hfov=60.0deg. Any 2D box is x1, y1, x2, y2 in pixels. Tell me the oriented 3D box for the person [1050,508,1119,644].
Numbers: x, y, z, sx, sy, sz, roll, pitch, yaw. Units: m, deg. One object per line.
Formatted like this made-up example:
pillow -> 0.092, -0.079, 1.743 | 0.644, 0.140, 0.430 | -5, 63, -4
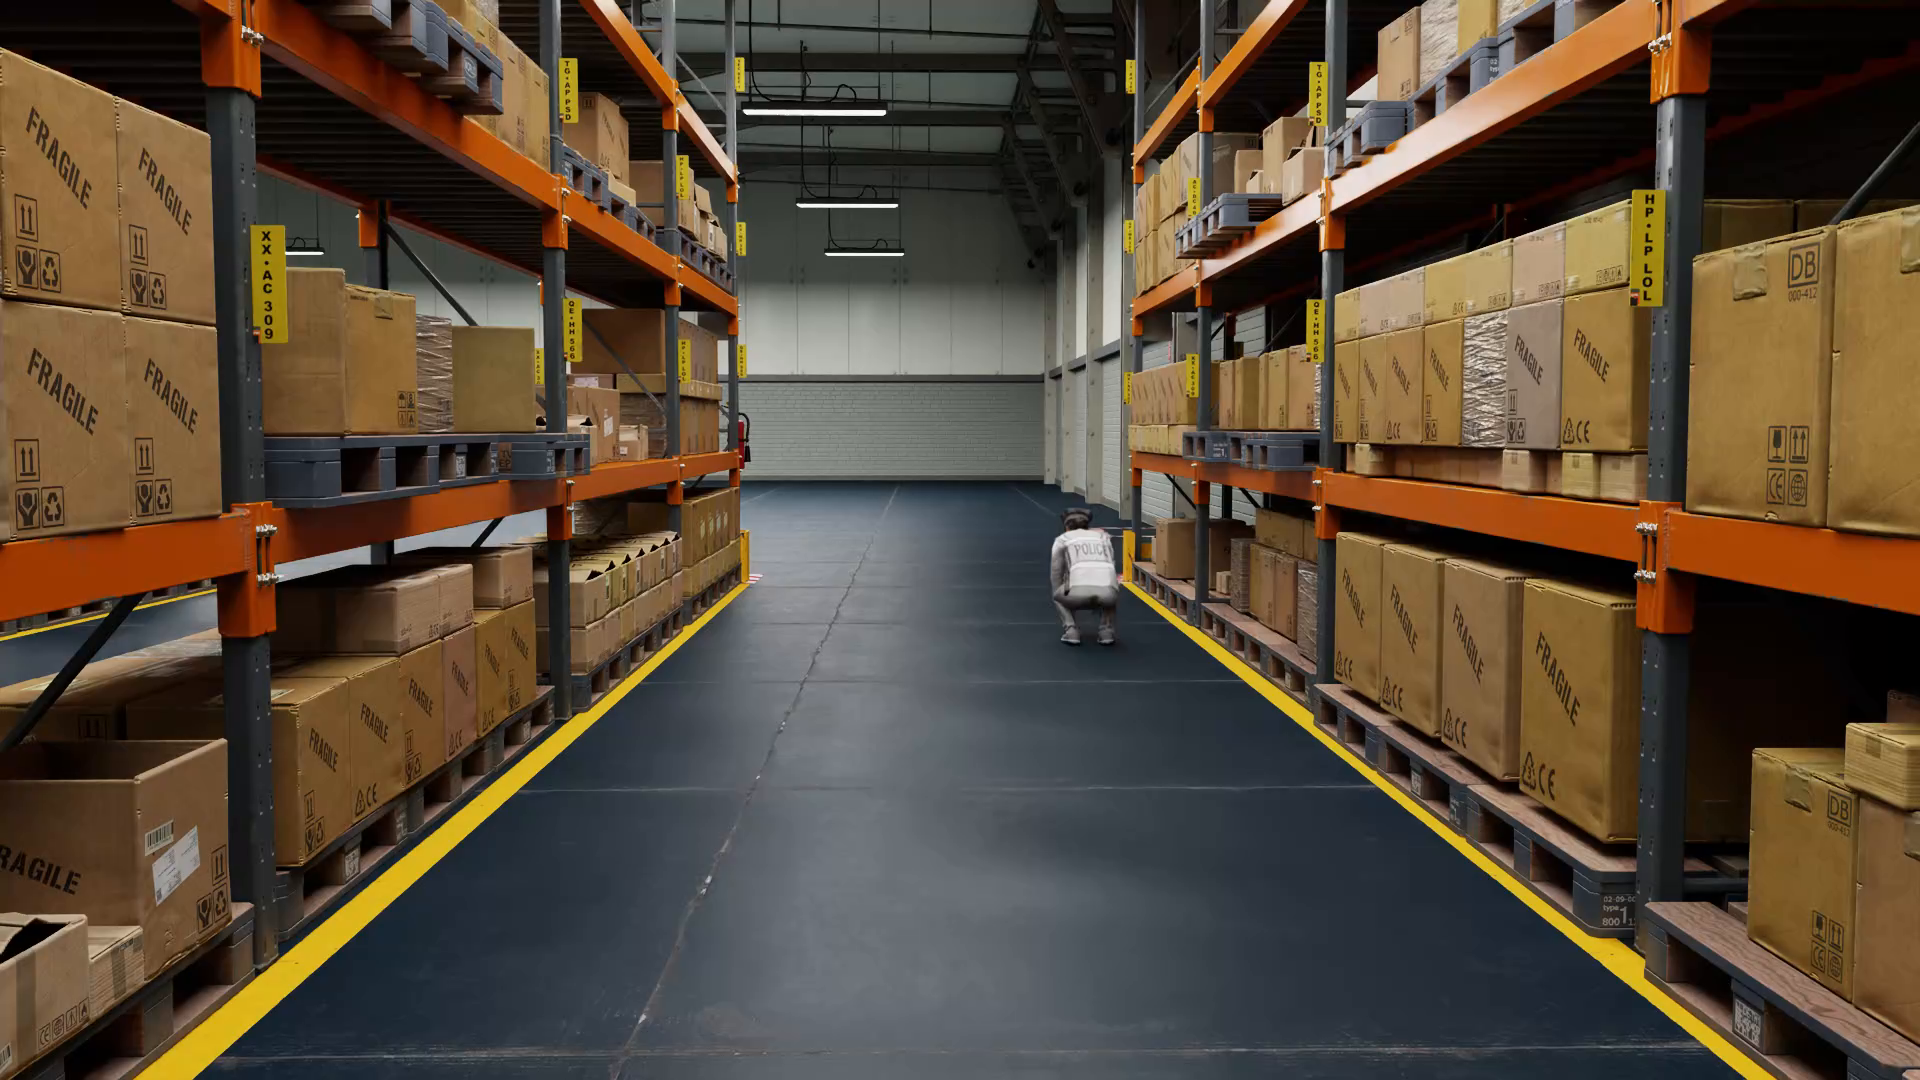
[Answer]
person -> 0.910, 0.257, 12.003 | 0.494, 0.961, 0.830 | 0, 4, -1
